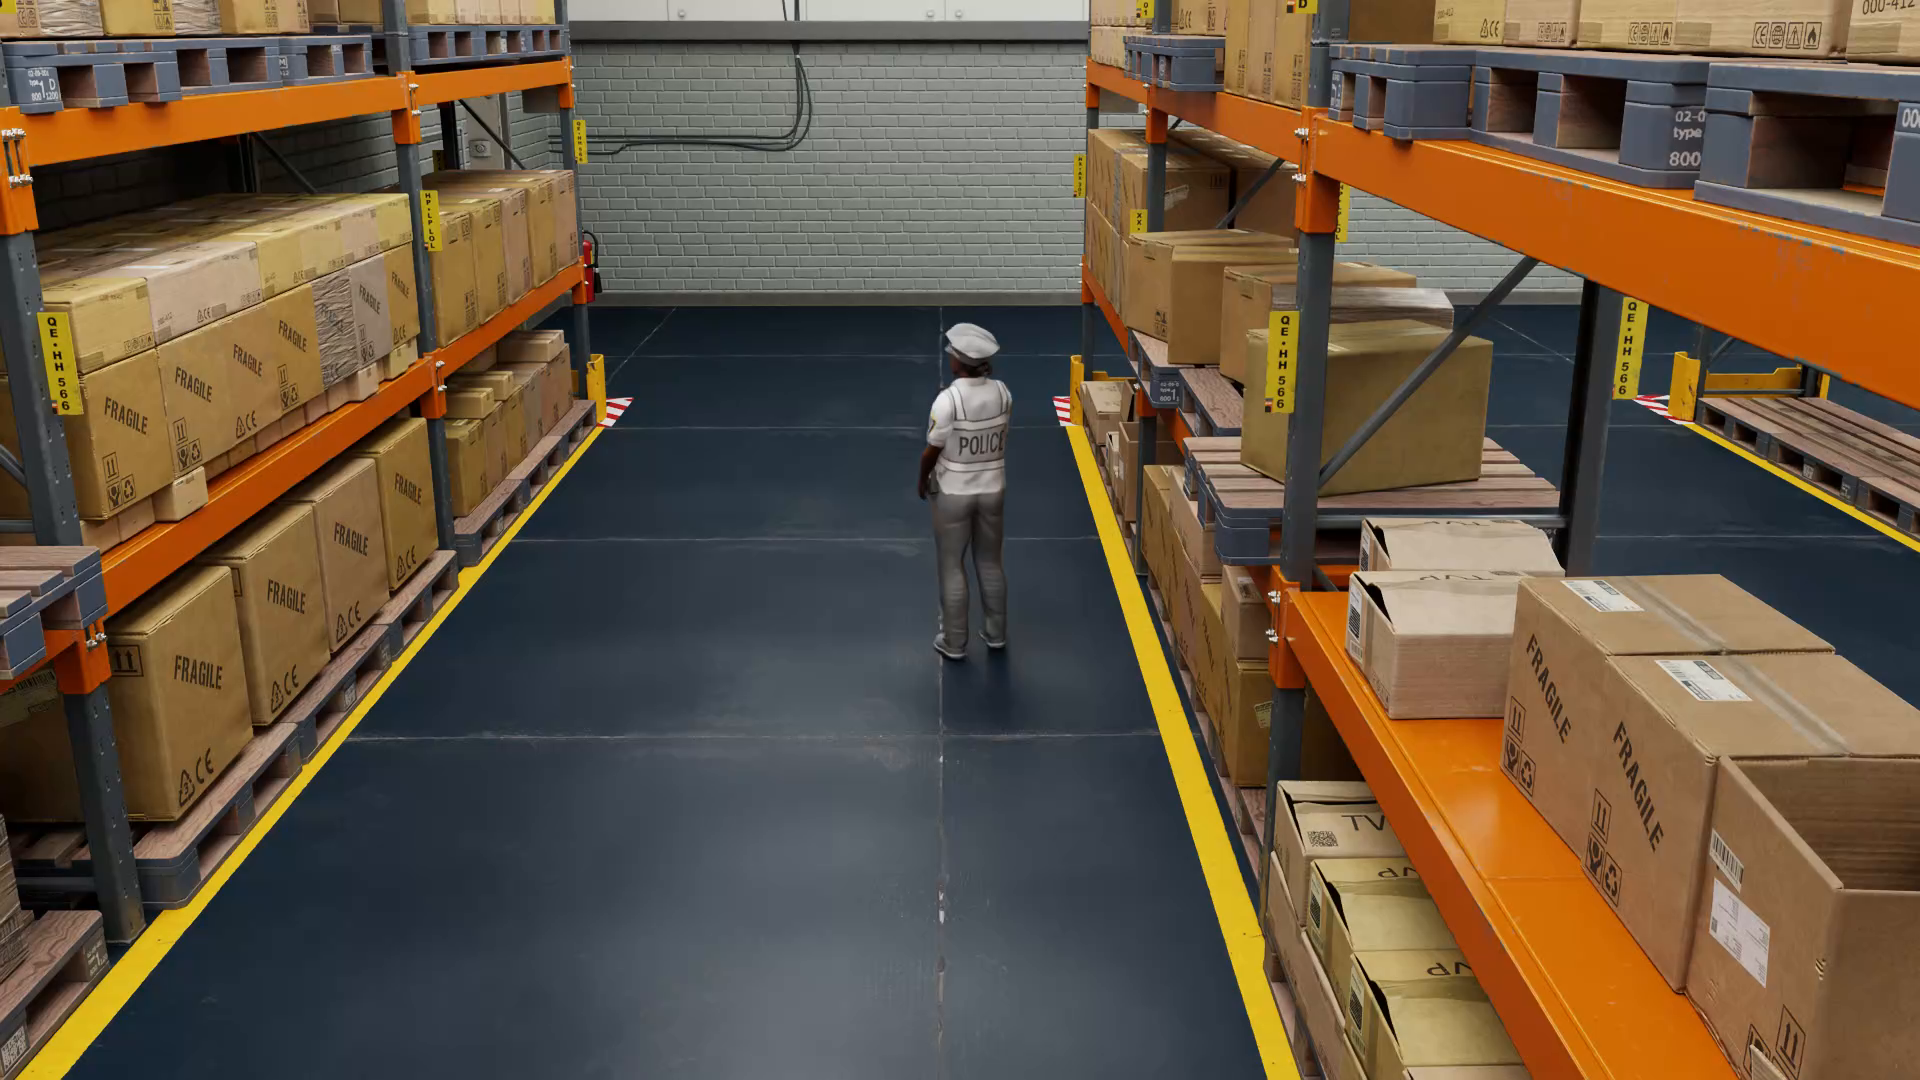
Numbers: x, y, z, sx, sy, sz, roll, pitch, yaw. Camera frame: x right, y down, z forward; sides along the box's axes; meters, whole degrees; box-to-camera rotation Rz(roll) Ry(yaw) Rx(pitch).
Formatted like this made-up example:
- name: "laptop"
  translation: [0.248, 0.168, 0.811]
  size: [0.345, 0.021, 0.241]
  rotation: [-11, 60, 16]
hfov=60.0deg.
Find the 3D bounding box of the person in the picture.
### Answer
- name: "person"
  translation: [0.043, -0.243, 8.248]
  size: [0.542, 1.700, 0.475]
  rotation: [-10, 20, -30]
